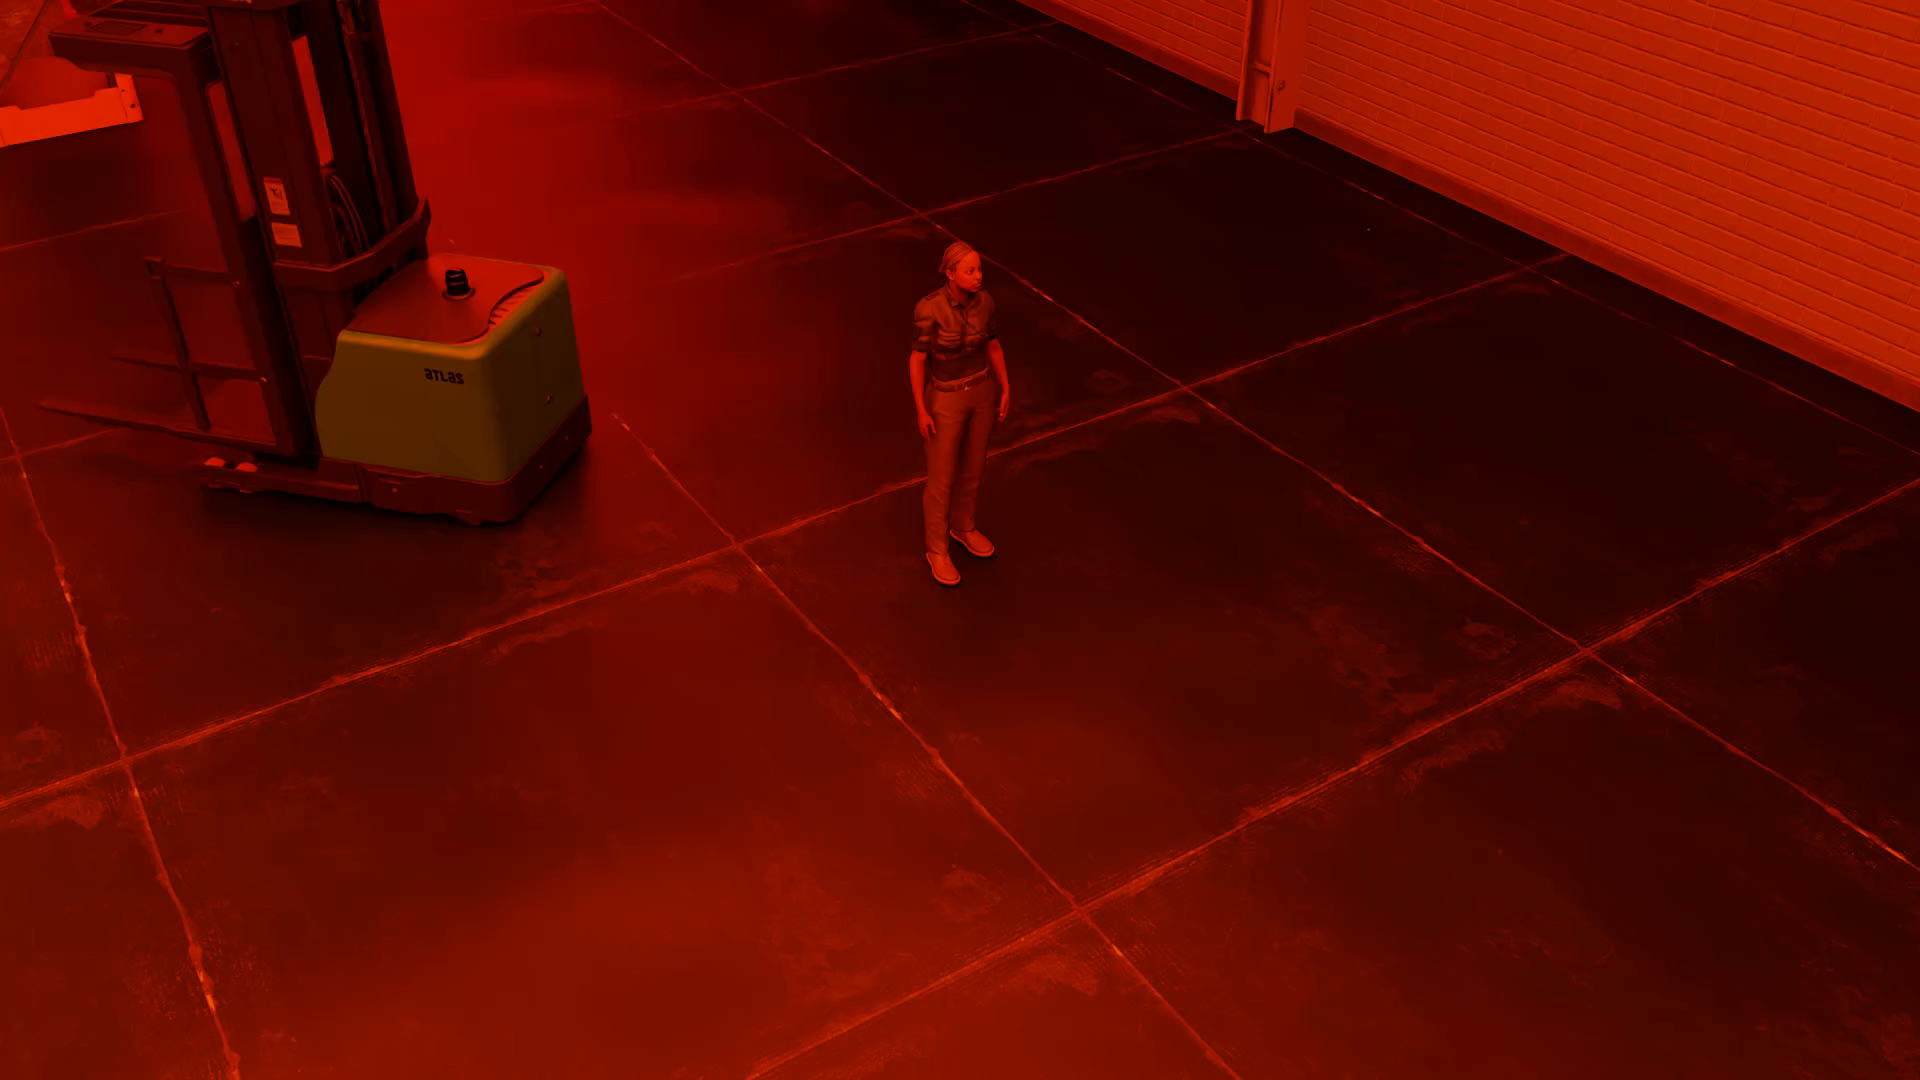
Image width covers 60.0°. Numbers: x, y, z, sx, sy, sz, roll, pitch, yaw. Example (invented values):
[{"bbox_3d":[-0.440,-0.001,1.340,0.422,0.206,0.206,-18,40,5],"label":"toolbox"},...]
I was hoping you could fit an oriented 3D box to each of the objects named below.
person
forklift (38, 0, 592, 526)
[{"bbox_3d":[0.031,-0.630,8.151,0.569,1.644,0.503,-21,40,-27],"label":"person"},{"bbox_3d":[-3.665,-1.736,8.619,3.031,2.935,1.130,9,36,12],"label":"forklift"}]
